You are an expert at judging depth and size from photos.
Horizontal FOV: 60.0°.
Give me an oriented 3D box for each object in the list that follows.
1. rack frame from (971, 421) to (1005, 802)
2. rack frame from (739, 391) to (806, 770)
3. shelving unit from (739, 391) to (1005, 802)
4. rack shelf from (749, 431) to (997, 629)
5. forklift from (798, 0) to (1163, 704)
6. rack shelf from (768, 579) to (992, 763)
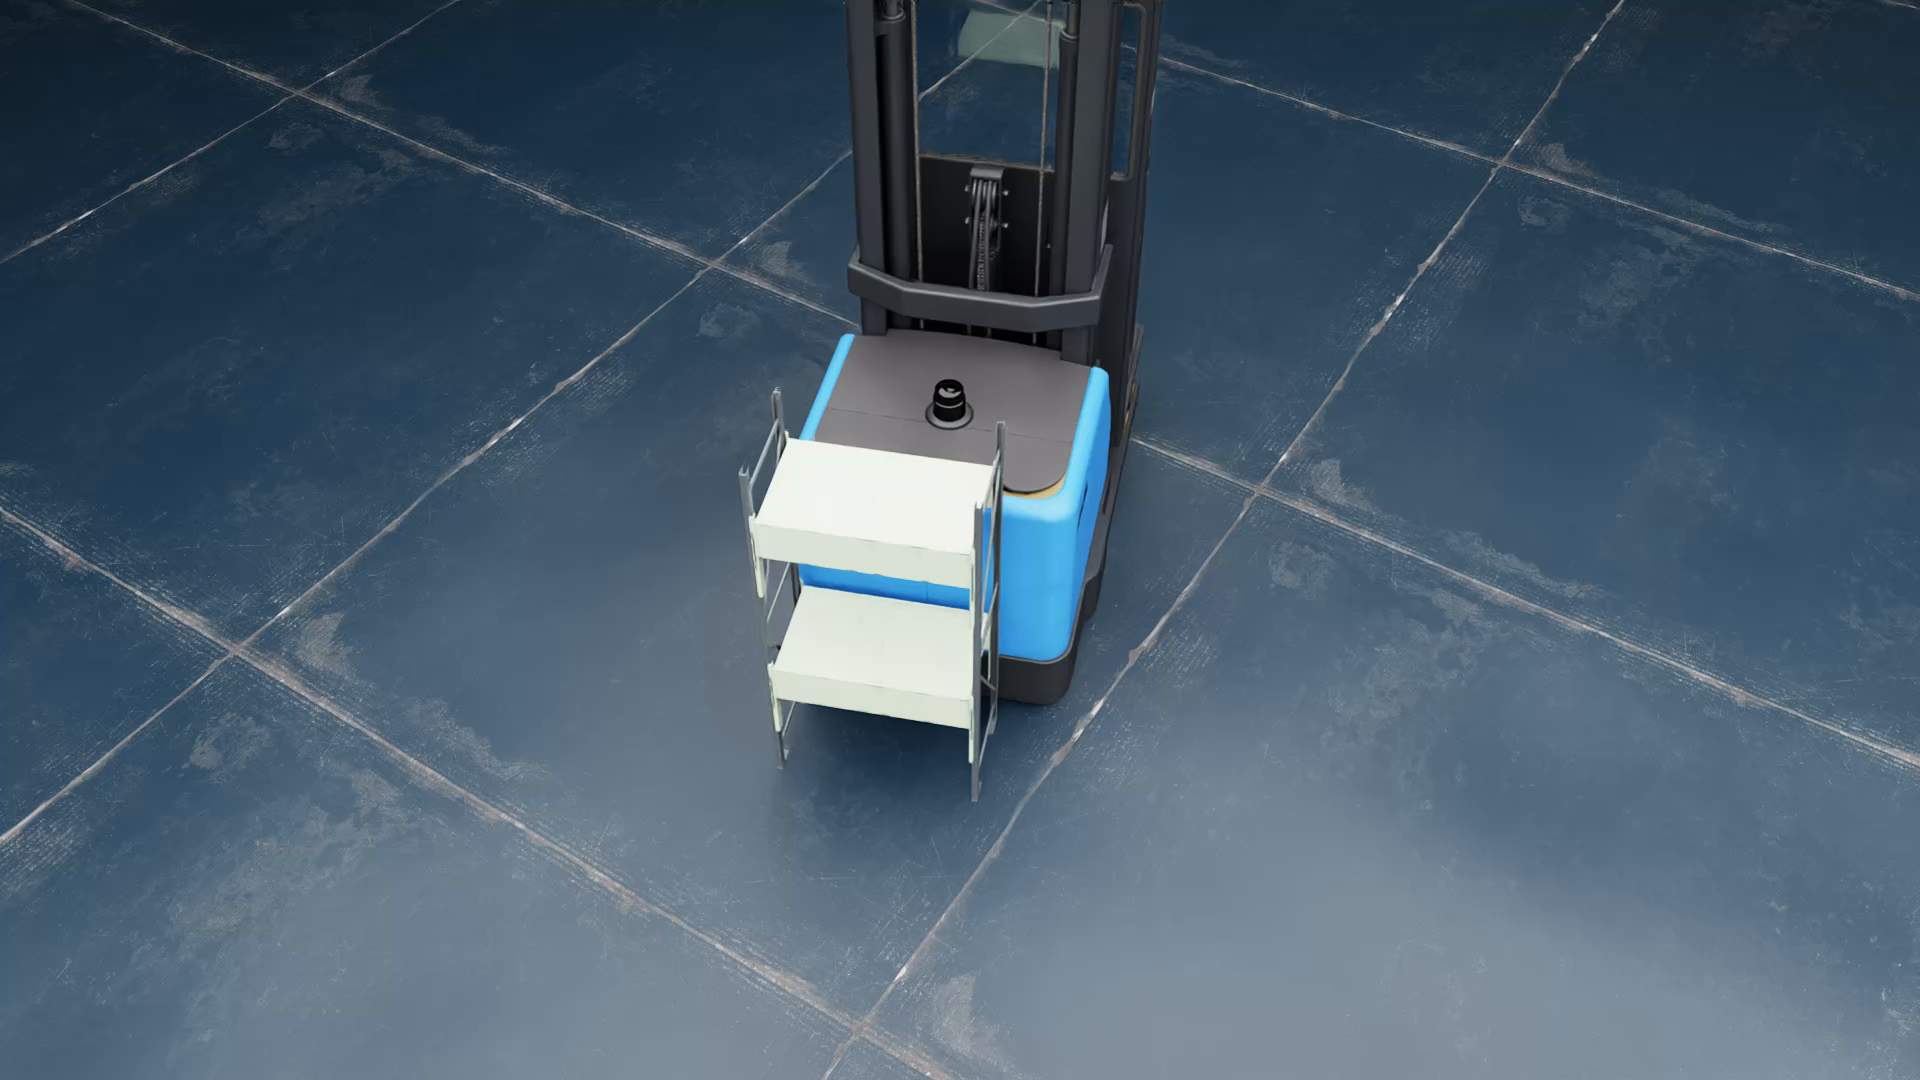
[{"bbox_3d":[0.092,0.289,5.646,0.023,1.500,0.400,8,46,8],"label":"rack frame"},{"bbox_3d":[-0.626,0.185,5.747,0.023,1.500,0.400,8,46,8],"label":"rack frame"},{"bbox_3d":[-0.267,0.237,5.696,0.755,1.500,0.431,8,46,8],"label":"shelving unit"},{"bbox_3d":[-0.267,-0.035,5.416,0.720,0.370,0.431,8,46,8],"label":"rack shelf"},{"bbox_3d":[0.195,-1.478,6.364,1.130,2.935,3.031,9,46,8],"label":"forklift"},{"bbox_3d":[-0.267,0.464,5.930,0.720,0.370,0.431,8,46,8],"label":"rack shelf"}]
